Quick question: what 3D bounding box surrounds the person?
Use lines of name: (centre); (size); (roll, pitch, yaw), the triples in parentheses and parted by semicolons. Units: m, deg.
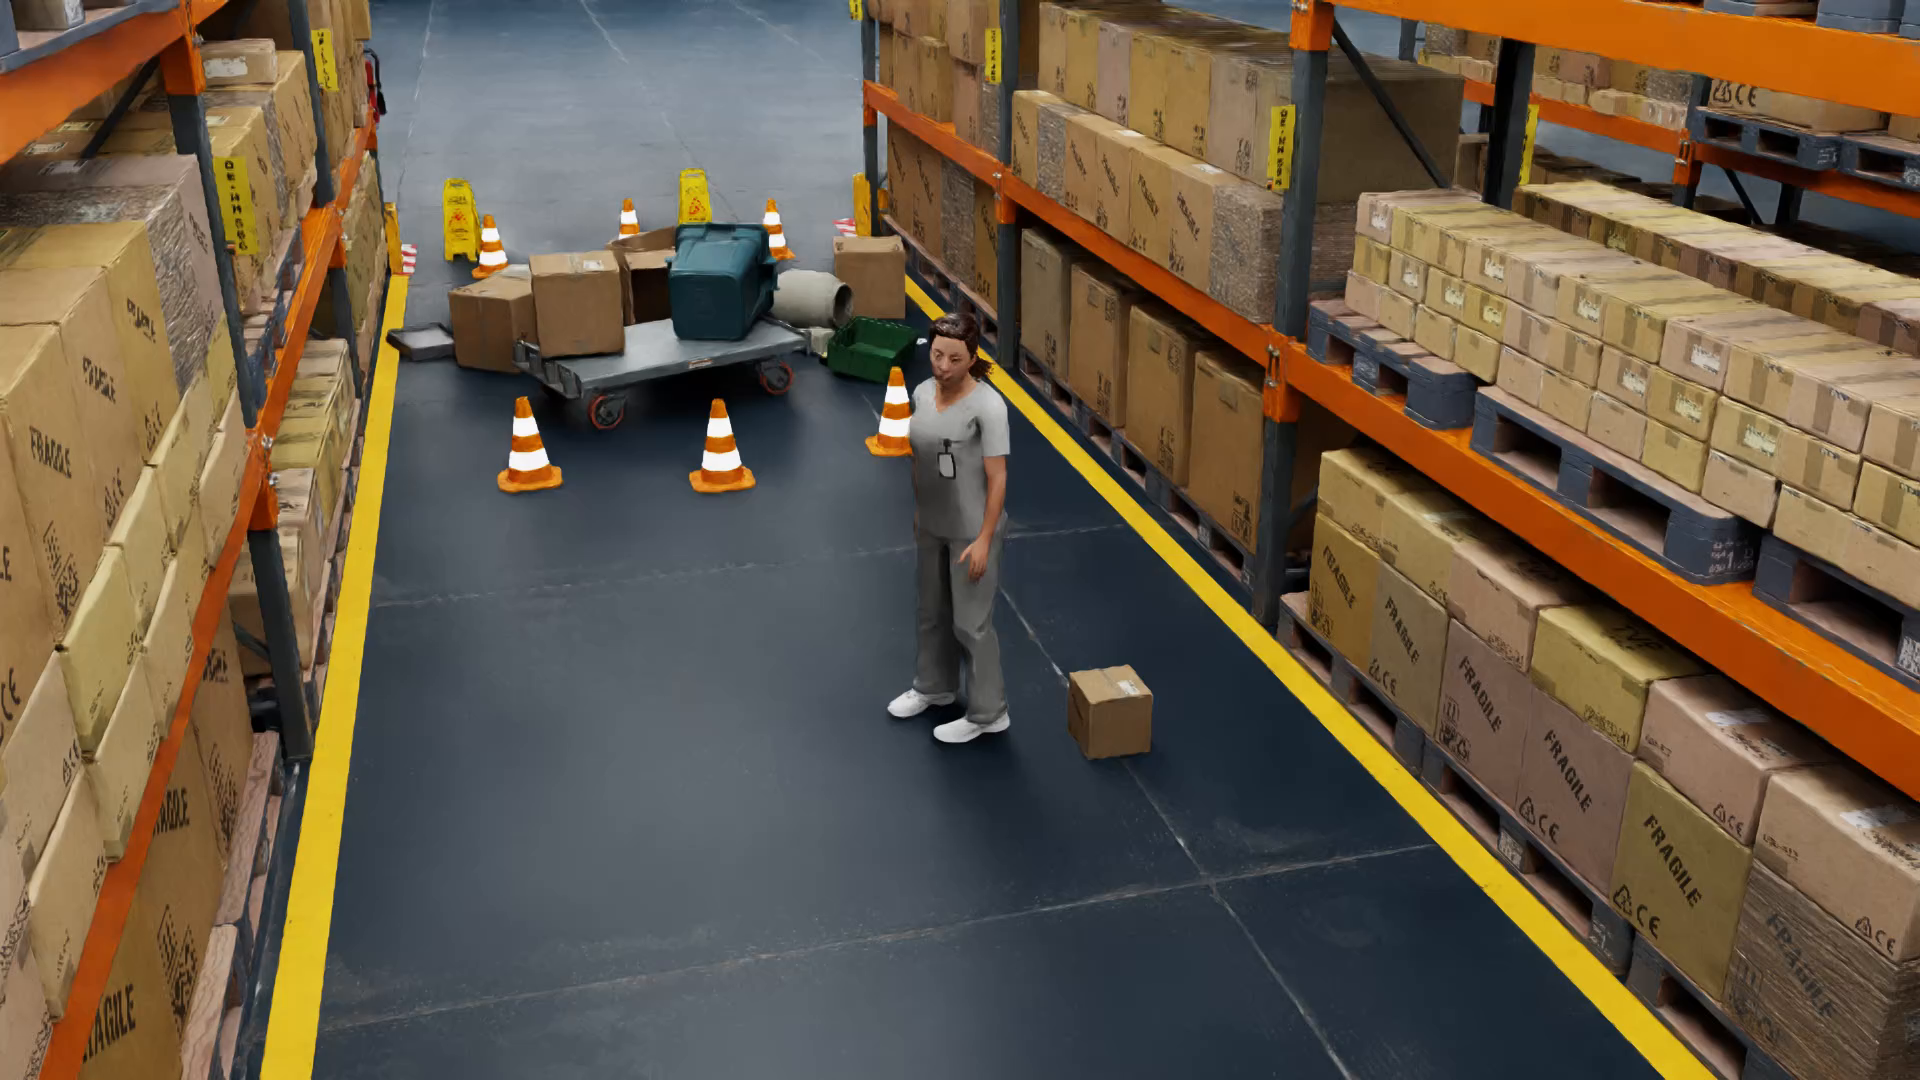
person: (-0.029, -0.043, 6.186); (0.512, 1.676, 0.349); (19, 29, 37)
